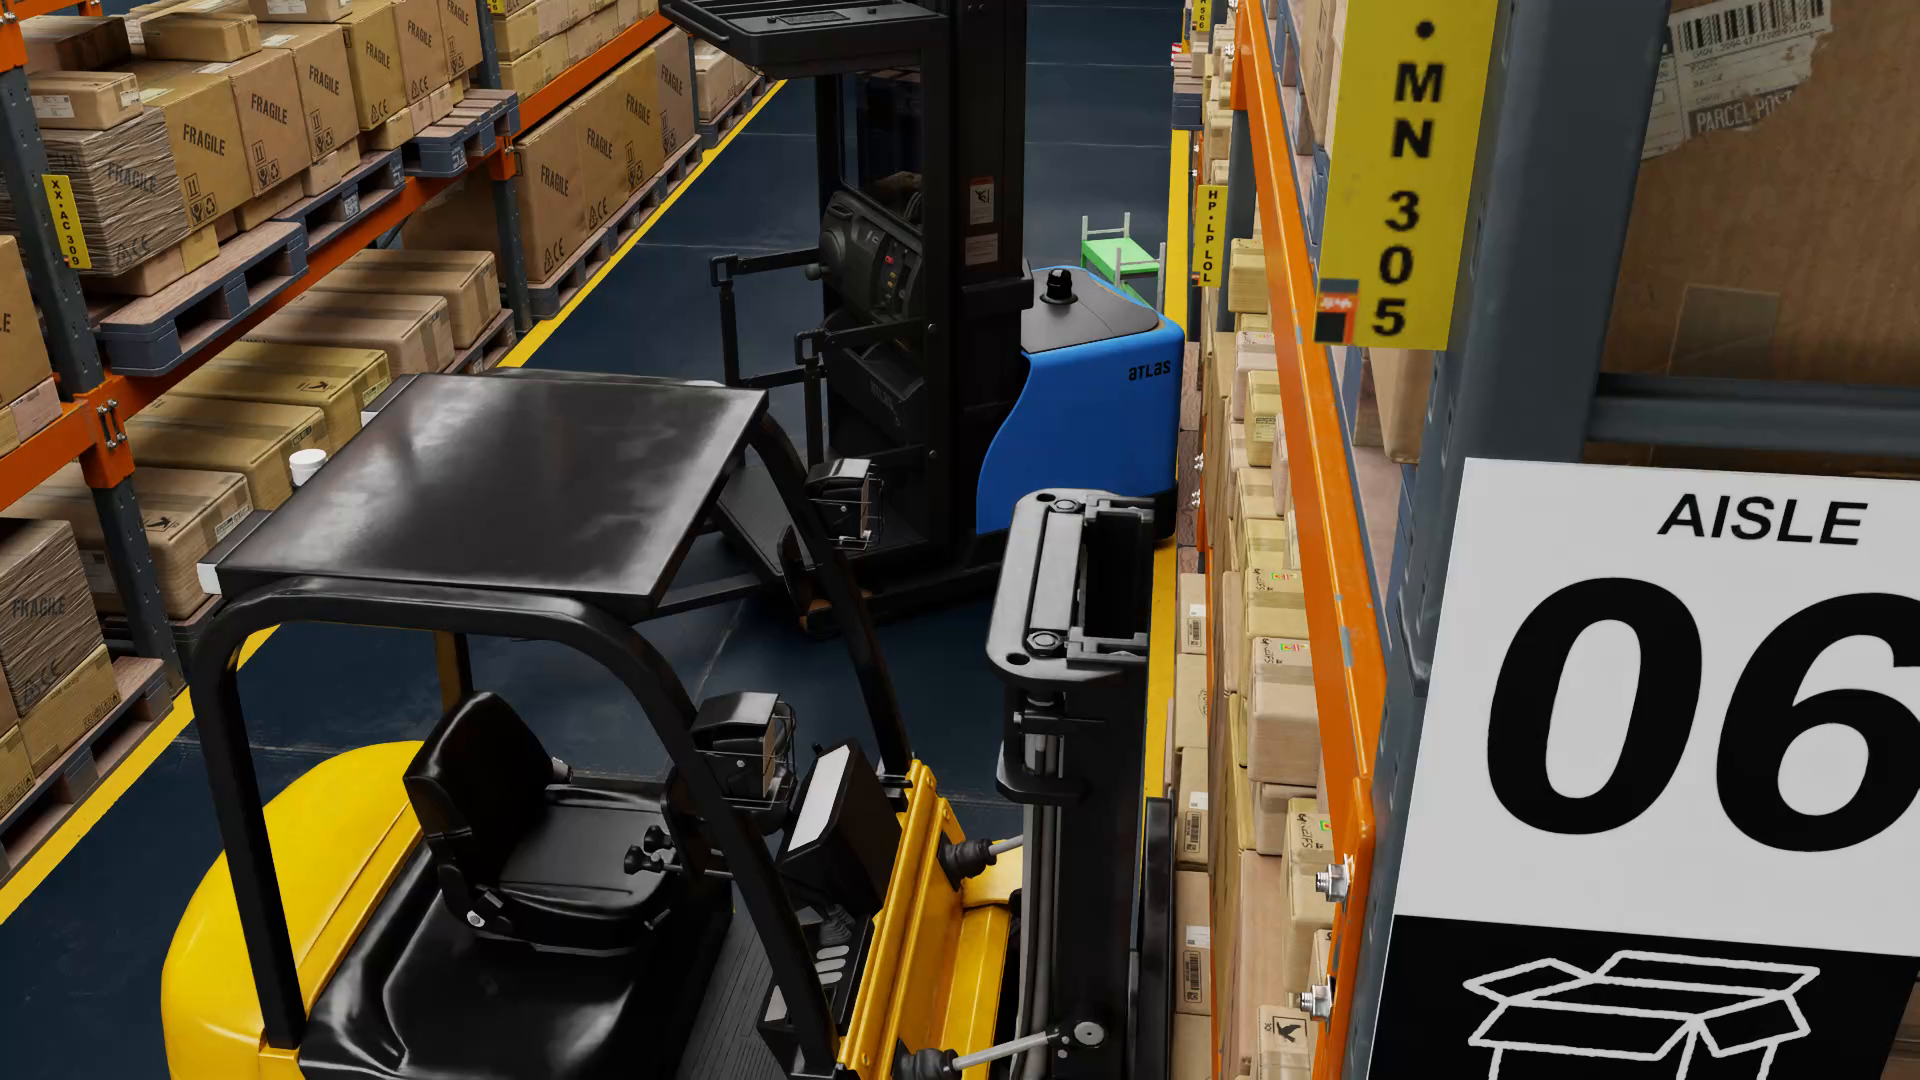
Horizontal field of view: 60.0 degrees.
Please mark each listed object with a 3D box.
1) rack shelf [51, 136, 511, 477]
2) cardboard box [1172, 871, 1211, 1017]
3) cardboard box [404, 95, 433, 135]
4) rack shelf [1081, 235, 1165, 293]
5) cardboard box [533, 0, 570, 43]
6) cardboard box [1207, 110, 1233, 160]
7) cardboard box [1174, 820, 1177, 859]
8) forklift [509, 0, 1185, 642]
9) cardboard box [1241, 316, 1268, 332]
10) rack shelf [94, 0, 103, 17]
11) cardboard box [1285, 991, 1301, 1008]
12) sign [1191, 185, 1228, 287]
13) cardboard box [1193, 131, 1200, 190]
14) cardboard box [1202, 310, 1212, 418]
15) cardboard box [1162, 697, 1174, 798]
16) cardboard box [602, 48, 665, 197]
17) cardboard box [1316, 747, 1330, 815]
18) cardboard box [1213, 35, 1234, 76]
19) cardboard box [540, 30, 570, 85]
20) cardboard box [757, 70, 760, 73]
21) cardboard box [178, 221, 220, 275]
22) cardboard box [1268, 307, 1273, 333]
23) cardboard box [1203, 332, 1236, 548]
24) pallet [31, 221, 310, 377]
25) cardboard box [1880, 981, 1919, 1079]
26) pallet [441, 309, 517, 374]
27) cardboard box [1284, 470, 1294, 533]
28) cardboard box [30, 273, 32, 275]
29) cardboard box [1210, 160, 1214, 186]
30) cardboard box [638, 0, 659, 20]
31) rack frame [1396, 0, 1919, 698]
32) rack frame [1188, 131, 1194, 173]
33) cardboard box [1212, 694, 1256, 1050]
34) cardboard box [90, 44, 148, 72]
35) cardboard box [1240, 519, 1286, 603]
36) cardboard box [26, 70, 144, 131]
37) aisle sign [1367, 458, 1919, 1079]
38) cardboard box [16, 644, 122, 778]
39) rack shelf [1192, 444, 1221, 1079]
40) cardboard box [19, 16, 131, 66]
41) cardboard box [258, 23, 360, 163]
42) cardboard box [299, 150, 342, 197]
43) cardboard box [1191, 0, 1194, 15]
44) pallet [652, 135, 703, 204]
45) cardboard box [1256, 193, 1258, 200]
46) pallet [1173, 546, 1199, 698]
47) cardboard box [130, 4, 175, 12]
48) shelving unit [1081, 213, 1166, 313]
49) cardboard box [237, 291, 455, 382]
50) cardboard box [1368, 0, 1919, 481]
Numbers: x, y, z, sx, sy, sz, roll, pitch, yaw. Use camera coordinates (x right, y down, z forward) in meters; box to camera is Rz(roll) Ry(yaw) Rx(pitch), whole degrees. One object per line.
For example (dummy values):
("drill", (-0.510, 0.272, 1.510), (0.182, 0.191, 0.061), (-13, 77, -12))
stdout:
("rack shelf", (-3.356, -1.360, 7.871), (1.077, 0.370, 4.000), (3, 28, 6))
("cardboard box", (0.760, 1.068, 4.007), (0.500, 0.250, 0.500), (3, 28, 5))
("cardboard box", (-2.904, -2.155, 8.409), (0.380, 0.149, 0.250), (2, 28, 4))
("rack shelf", (0.784, -1.328, 8.073), (0.258, 0.148, 0.480), (-7, 29, -13))
("cardboard box", (-2.740, -3.240, 10.232), (0.500, 0.250, 0.500), (4, 29, 7))
("cardboard box", (1.229, -1.684, 6.925), (0.380, 0.149, 0.250), (3, 28, 5))
("cardboard box", (0.827, 1.040, 4.587), (0.500, 0.250, 0.500), (3, 28, 6))
("forklift", (-0.558, -1.159, 6.811), (3.031, 2.935, 1.130), (-13, 31, -23))
("cardboard box", (0.995, -0.522, 4.766), (0.380, 0.149, 0.250), (4, 29, 7))
("rack shelf", (-7.301, -5.366, 15.306), (1.077, 0.370, 4.000), (3, 28, 6))
("cardboard box", (0.694, 0.684, 2.528), (0.380, 0.149, 0.250), (4, 29, 7))
("sign", (0.785, -0.951, 5.214), (0.100, 0.325, 0.005), (3, 28, 6))
("cardboard box", (1.902, -2.598, 11.603), (0.500, 0.500, 0.500), (3, 28, 5))
("cardboard box", (1.127, -0.635, 5.924), (0.500, 0.250, 0.500), (4, 29, 7))
("cardboard box", (0.937, 0.785, 5.586), (0.500, 0.250, 0.500), (4, 29, 7))
("cardboard box", (-2.721, -3.028, 12.006), (0.875, 0.875, 0.875), (4, 29, 8))
("cardboard box", (0.779, 0.437, 2.673), (0.380, 0.149, 0.250), (4, 29, 7))
("cardboard box", (1.453, -2.403, 8.258), (0.380, 0.149, 0.250), (4, 29, 7))
("cardboard box", (-2.756, -3.011, 10.334), (0.500, 0.250, 0.500), (3, 28, 5))
("cardboard box", (-2.217, -4.693, 15.557), (0.875, 0.438, 0.875), (4, 29, 8))
("cardboard box", (-3.181, -1.169, 6.578), (0.380, 0.149, 0.250), (4, 29, 7))
("cardboard box", (1.027, -0.528, 4.464), (0.380, 0.149, 0.250), (3, 28, 5))
("cardboard box", (1.012, -0.299, 5.037), (0.500, 0.500, 0.500), (3, 28, 5))
("pallet", (-3.364, -1.002, 6.650), (1.003, 0.211, 1.213), (3, 28, 6))
("cardboard box", (1.183, 0.706, 2.173), (0.380, 0.149, 0.250), (4, 29, 8))
("pallet", (-3.209, -1.023, 9.426), (1.003, 0.211, 1.213), (3, 28, 6))
("cardboard box", (0.900, -0.047, 3.572), (0.380, 0.149, 0.250), (3, 29, 6))
("cardboard box", (-3.812, -1.068, 6.392), (0.380, 0.149, 0.250), (4, 29, 7))
("cardboard box", (1.256, -1.332, 6.690), (0.500, 0.250, 0.500), (4, 29, 7))
("cardboard box", (-2.490, -3.970, 12.114), (0.500, 0.250, 0.500), (3, 28, 5))
("rack frame", (0.835, -1.207, 0.502), (1.000, 3.000, 0.127), (3, 28, 6))
("rack frame", (2.305, -4.214, 12.410), (1.000, 3.000, 0.127), (3, 28, 6))
("cardboard box", (0.770, 0.658, 3.260), (0.500, 0.500, 0.500), (3, 28, 5))
("cardboard box", (-3.644, -1.802, 7.071), (0.500, 0.500, 0.500), (4, 29, 8))
("cardboard box", (0.816, 0.083, 3.644), (0.380, 0.149, 0.250), (3, 28, 5))
("cardboard box", (-3.193, -1.582, 5.978), (0.380, 0.149, 0.250), (3, 28, 6))
("aisle sign", (0.536, 0.304, 1.283), (0.394, 0.787, 0.004), (3, 28, 6))
("cardboard box", (-3.407, 0.584, 5.959), (0.500, 0.250, 0.500), (5, 29, 9))
("rack shelf", (1.080, 0.809, 3.843), (1.077, 0.370, 4.000), (3, 28, 6))
("cardboard box", (-3.687, -2.067, 6.878), (0.380, 0.149, 0.250), (2, 28, 4))
("cardboard box", (-3.072, -2.009, 7.455), (0.500, 0.500, 0.500), (2, 28, 4))
("cardboard box", (-3.033, -1.663, 7.497), (0.380, 0.149, 0.250), (4, 29, 8))
("cardboard box", (1.865, -3.615, 10.750), (0.700, 0.500, 0.500), (3, 28, 6))
("pallet", (-2.641, -2.906, 12.921), (1.003, 0.211, 1.213), (3, 28, 6))
("cardboard box", (1.243, -1.187, 6.001), (0.380, 0.149, 0.250), (3, 28, 6))
("pallet", (1.377, 0.430, 6.730), (1.003, 0.211, 1.213), (3, 28, 6))
("cardboard box", (-7.599, -4.968, 15.745), (0.380, 0.149, 0.250), (4, 29, 7))
("shelving unit", (0.784, -0.962, 8.270), (0.258, 1.200, 0.503), (-7, 29, -13))
("cardboard box", (-3.273, -1.033, 8.833), (0.950, 0.372, 0.625), (3, 28, 5))
("cardboard box", (0.647, -0.382, 1.480), (0.500, 0.500, 0.500), (4, 29, 8))
